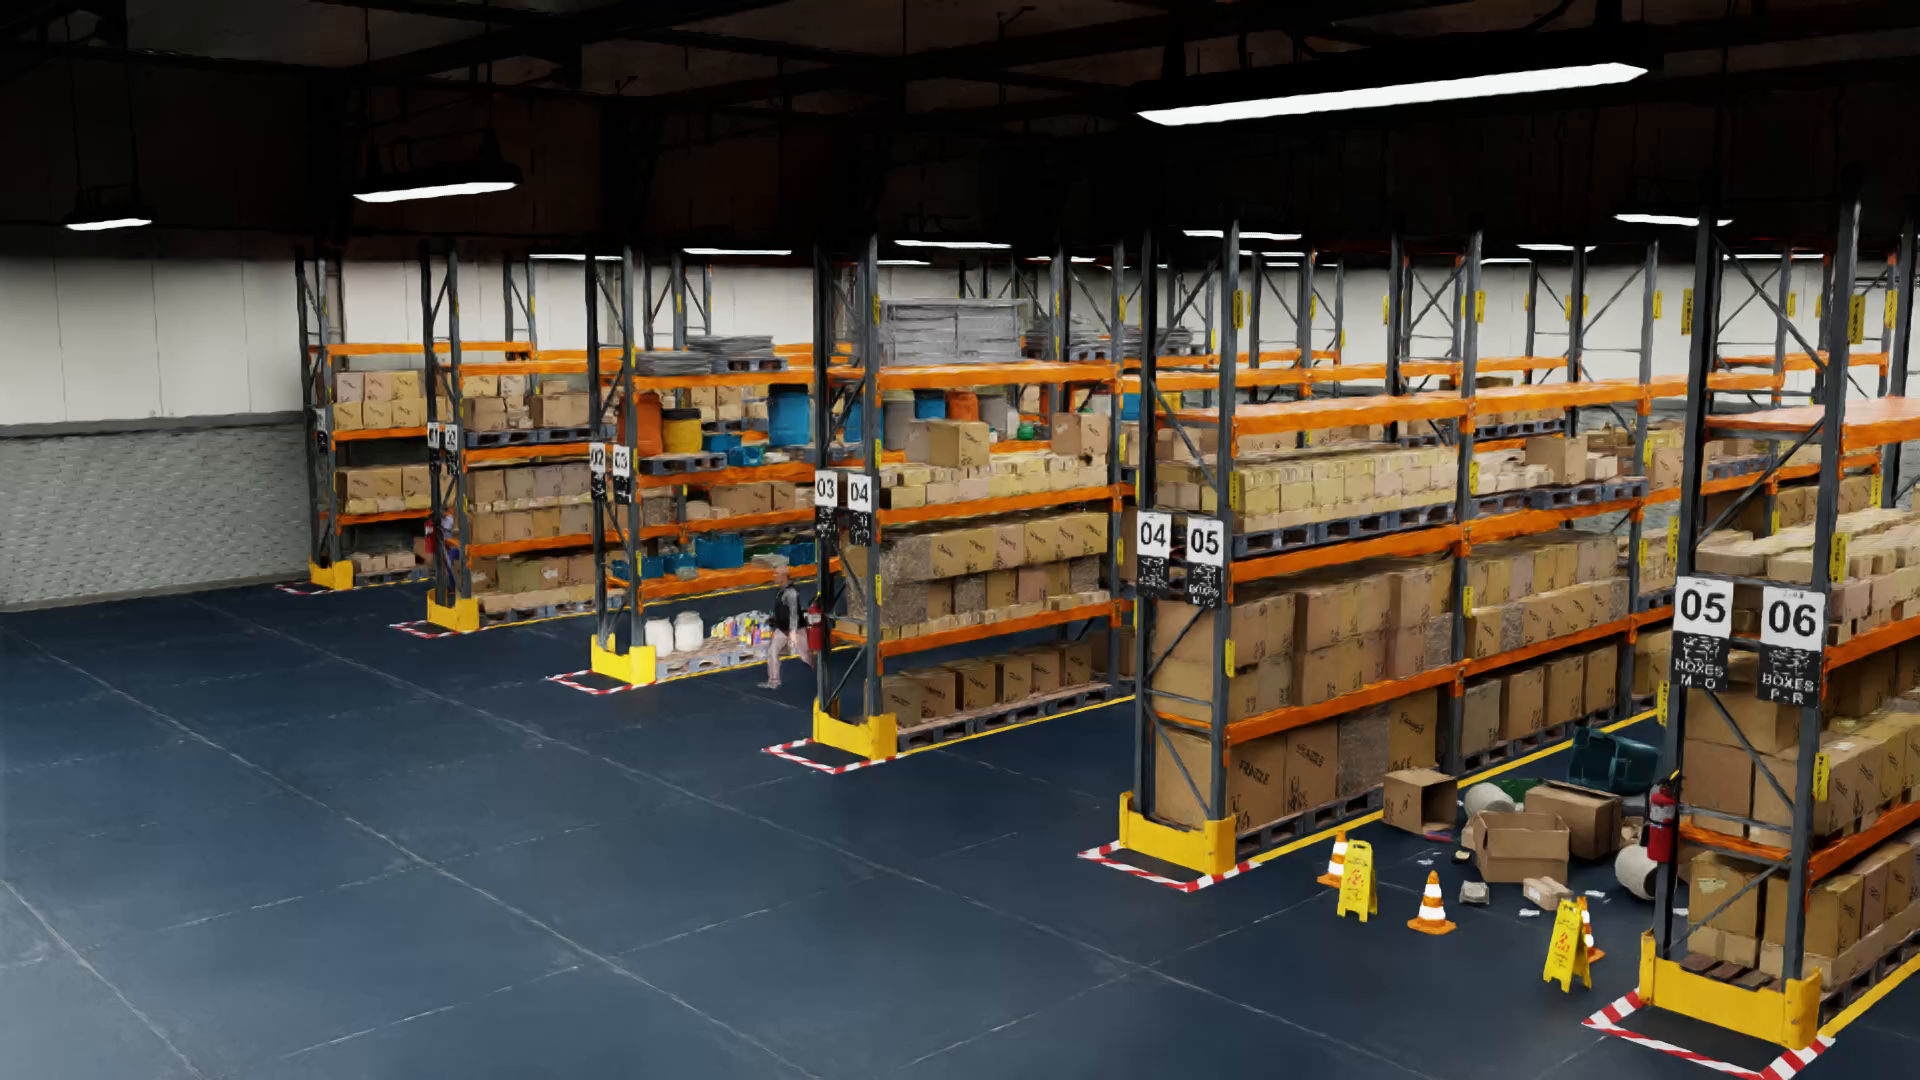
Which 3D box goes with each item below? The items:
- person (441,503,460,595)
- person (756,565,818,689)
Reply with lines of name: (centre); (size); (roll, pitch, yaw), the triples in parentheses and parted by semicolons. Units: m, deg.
person: (-8.884, 0.129, 29.024); (0.653, 1.588, 0.771); (4, 9, 26)
person: (-2.190, 1.154, 21.857); (0.954, 1.669, 0.572); (-3, 9, -22)
